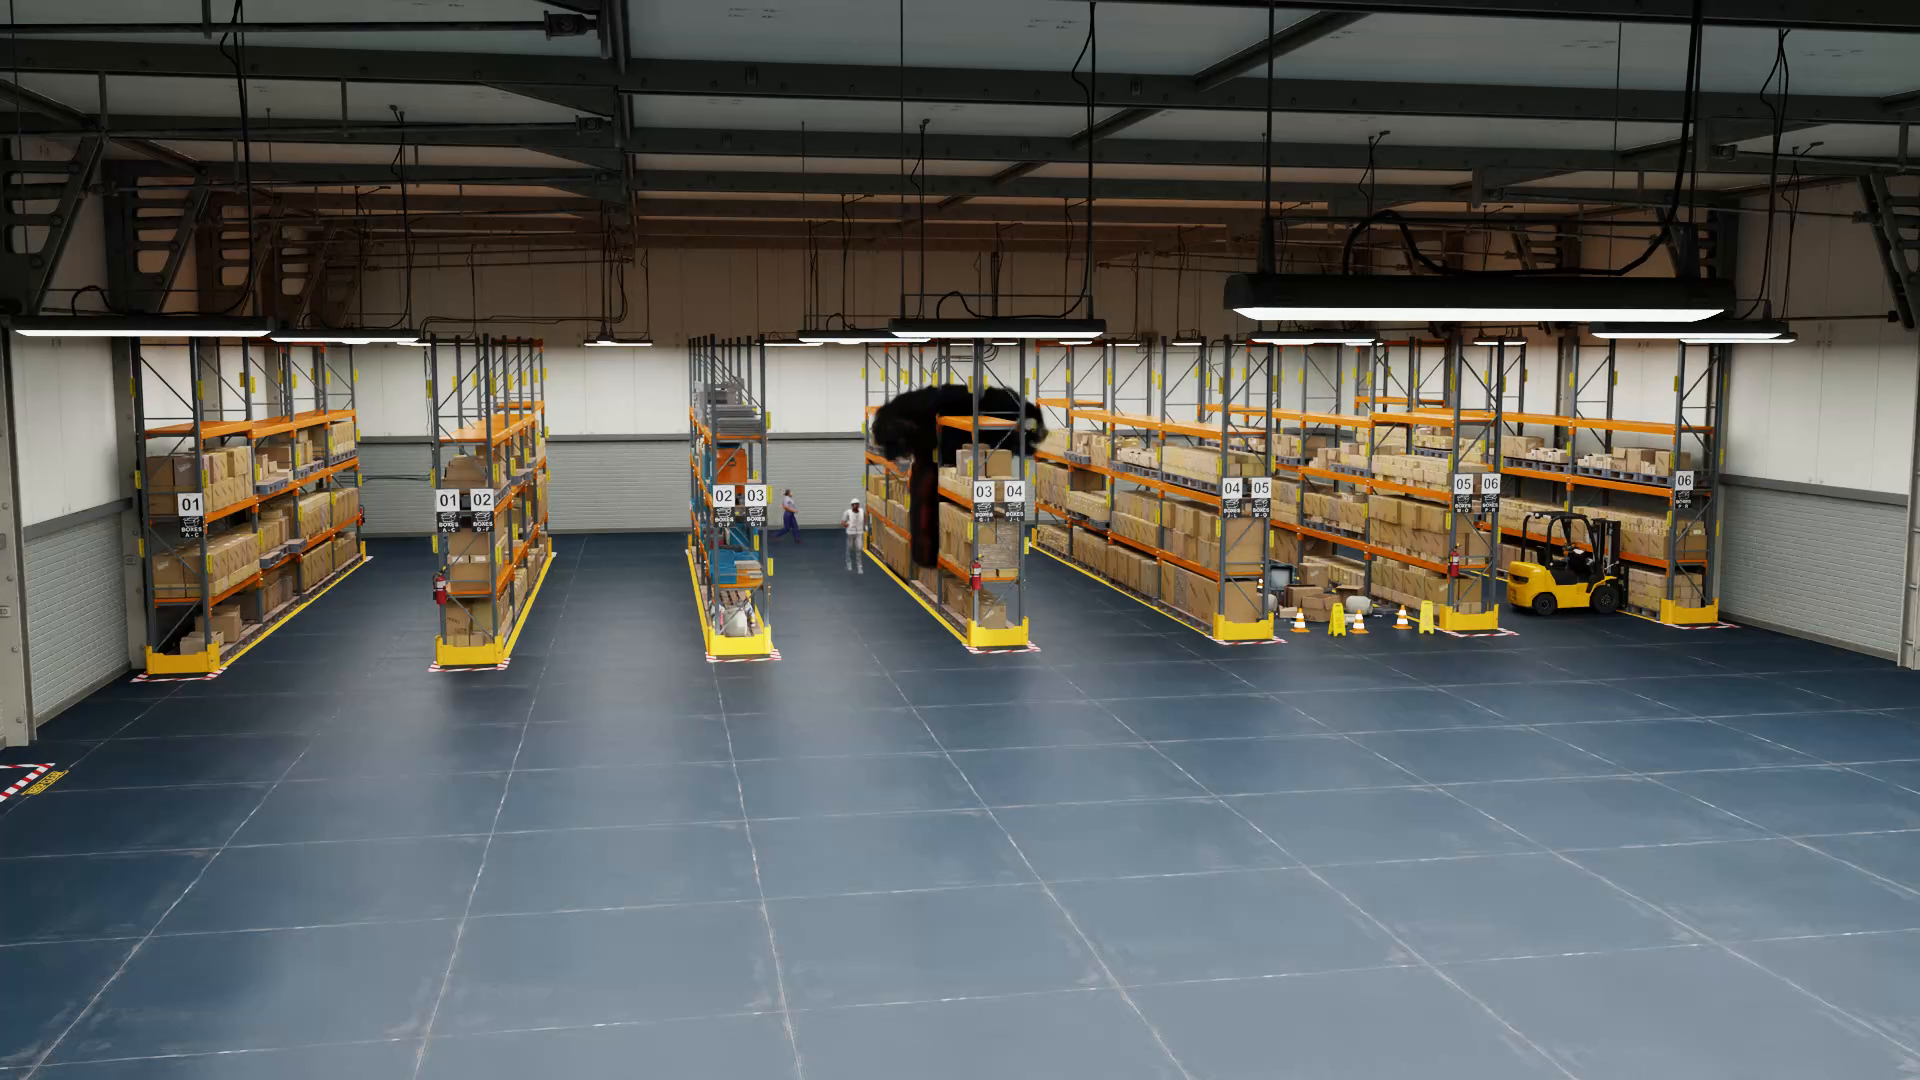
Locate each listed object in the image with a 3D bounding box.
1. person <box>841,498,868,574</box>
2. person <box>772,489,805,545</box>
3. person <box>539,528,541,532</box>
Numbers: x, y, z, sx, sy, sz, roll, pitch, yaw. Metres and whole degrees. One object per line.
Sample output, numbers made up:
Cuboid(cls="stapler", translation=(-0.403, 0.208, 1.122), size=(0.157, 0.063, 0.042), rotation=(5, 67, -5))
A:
Cuboid(cls="person", translation=(-2.590, -0.115, 41.019), size=(0.703, 1.839, 0.824), rotation=(-2, 7, -18))
Cuboid(cls="person", translation=(-5.019, -0.677, 48.787), size=(0.959, 1.640, 0.643), rotation=(0, 7, 0))
Cuboid(cls="person", translation=(-12.190, -0.548, 47.183), size=(0.641, 1.762, 0.734), rotation=(-1, 7, -6))
